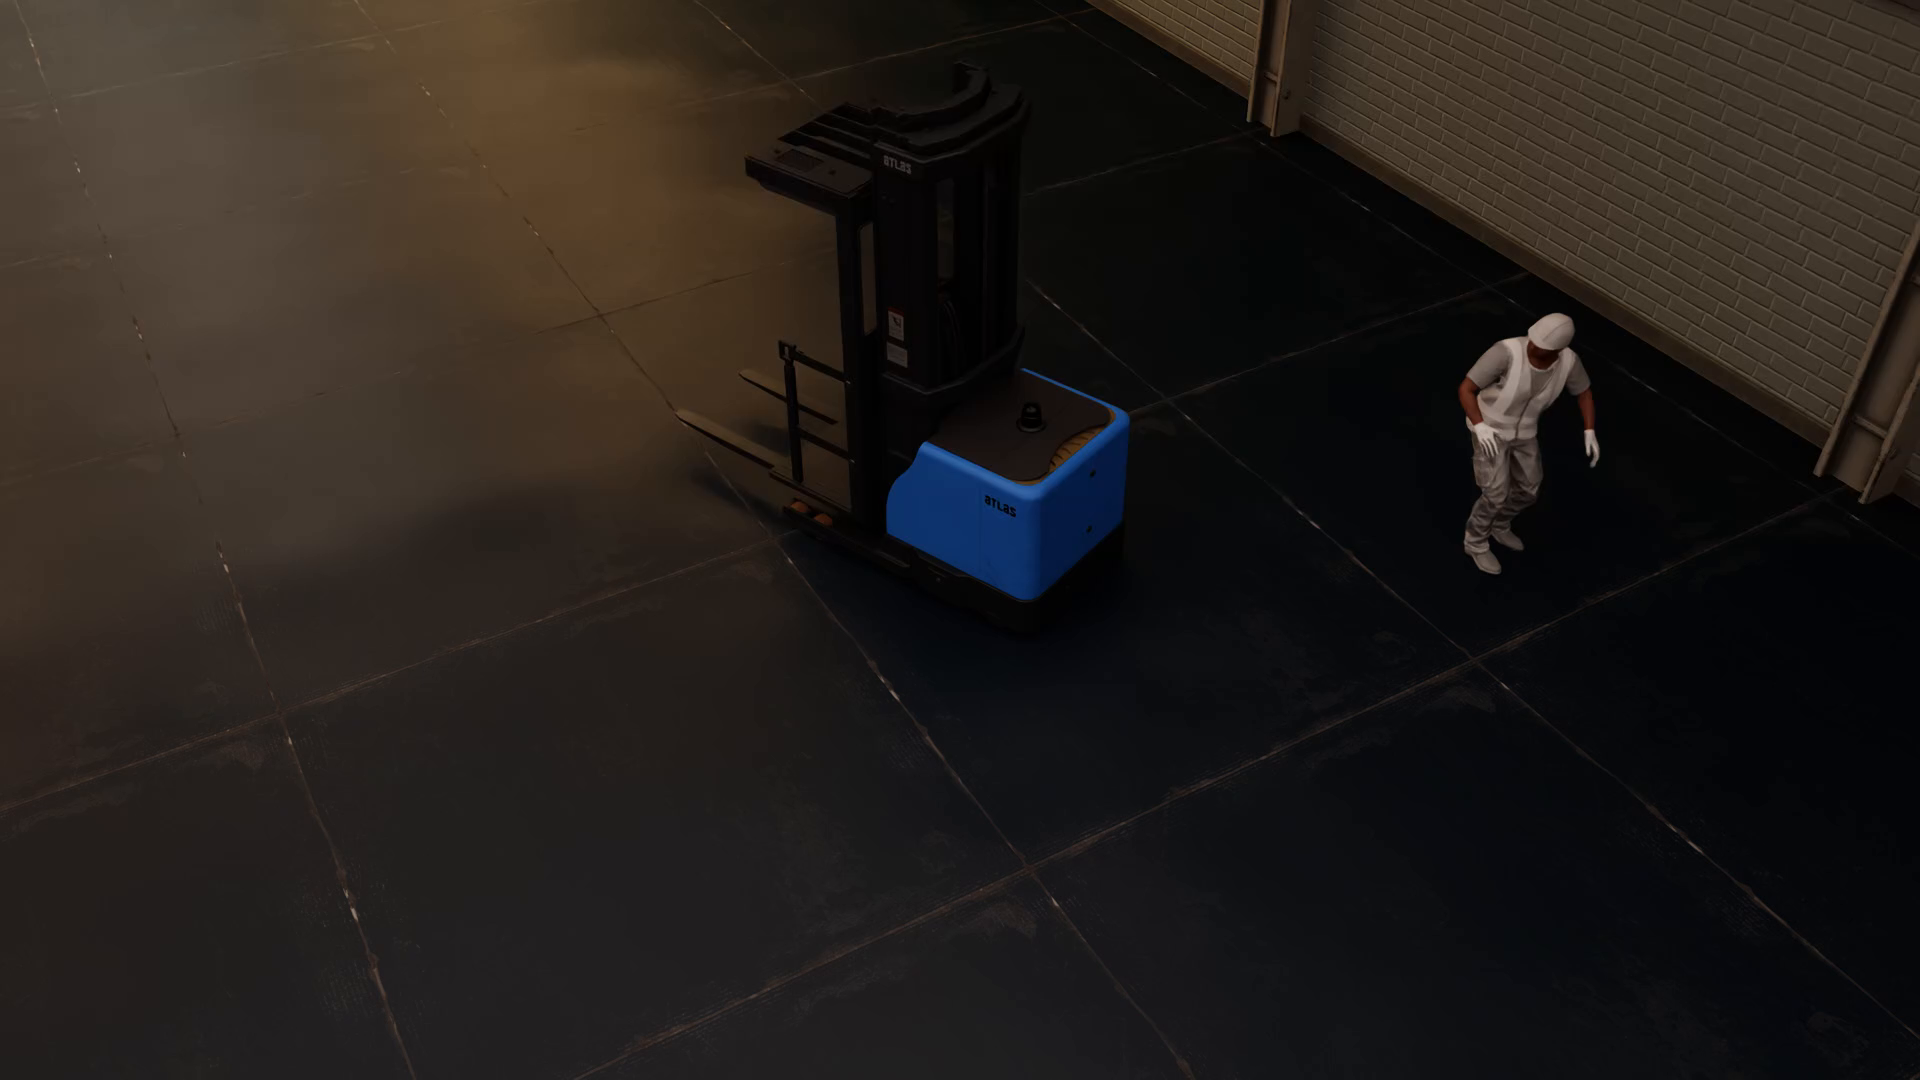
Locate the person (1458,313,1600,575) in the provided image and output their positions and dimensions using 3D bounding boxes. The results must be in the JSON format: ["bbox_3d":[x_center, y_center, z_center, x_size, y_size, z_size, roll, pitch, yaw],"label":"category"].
[{"bbox_3d":[3.282,-0.585,9.718,0.808,1.723,0.592,-9,41,-11],"label":"person"}]

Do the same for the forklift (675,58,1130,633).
[{"bbox_3d":[-0.481,-1.366,9.683,3.031,2.935,1.130,26,46,28],"label":"forklift"}]
